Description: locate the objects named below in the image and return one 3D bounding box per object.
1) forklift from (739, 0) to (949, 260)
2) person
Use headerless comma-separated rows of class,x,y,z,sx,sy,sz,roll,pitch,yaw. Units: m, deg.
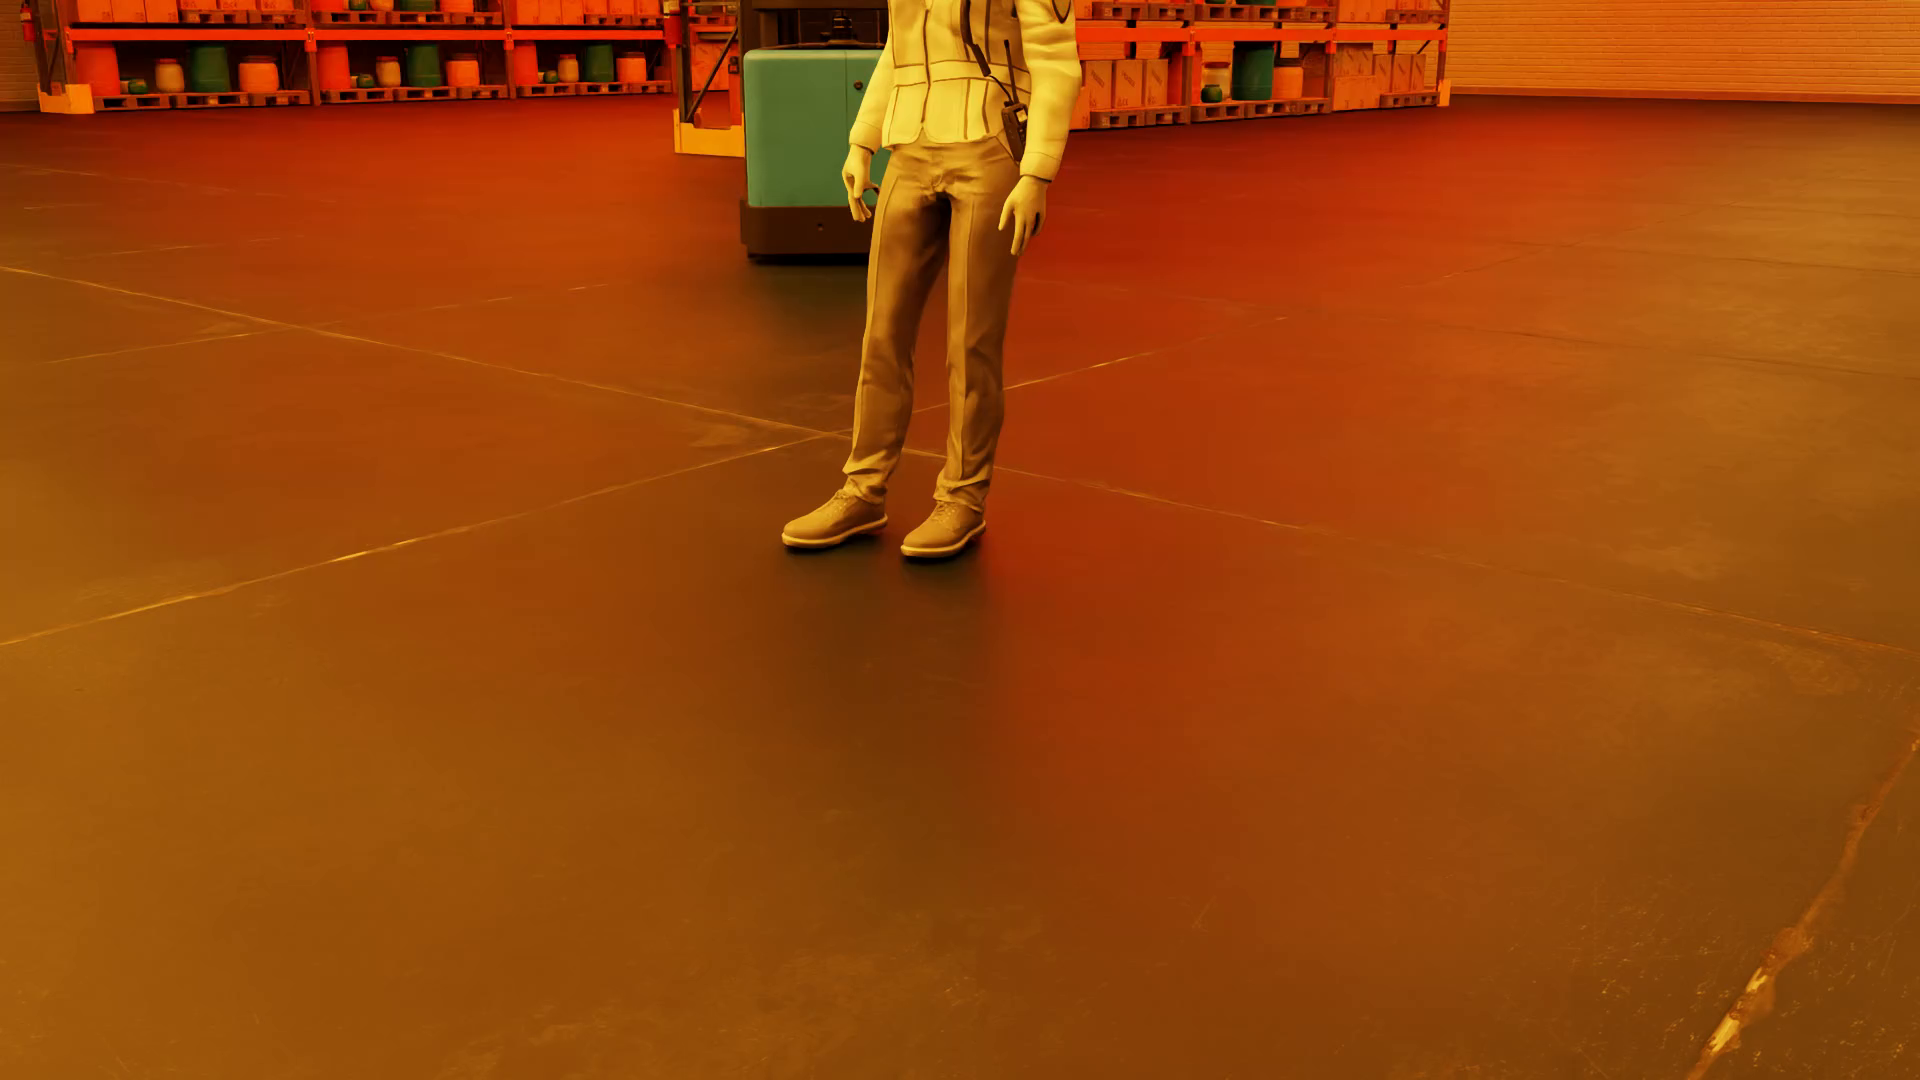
forklift,-0.726,-3.244,9.583,1.130,2.935,3.031,-2,17,-6
person,-0.049,-0.803,3.647,0.587,1.694,0.530,13,21,37
